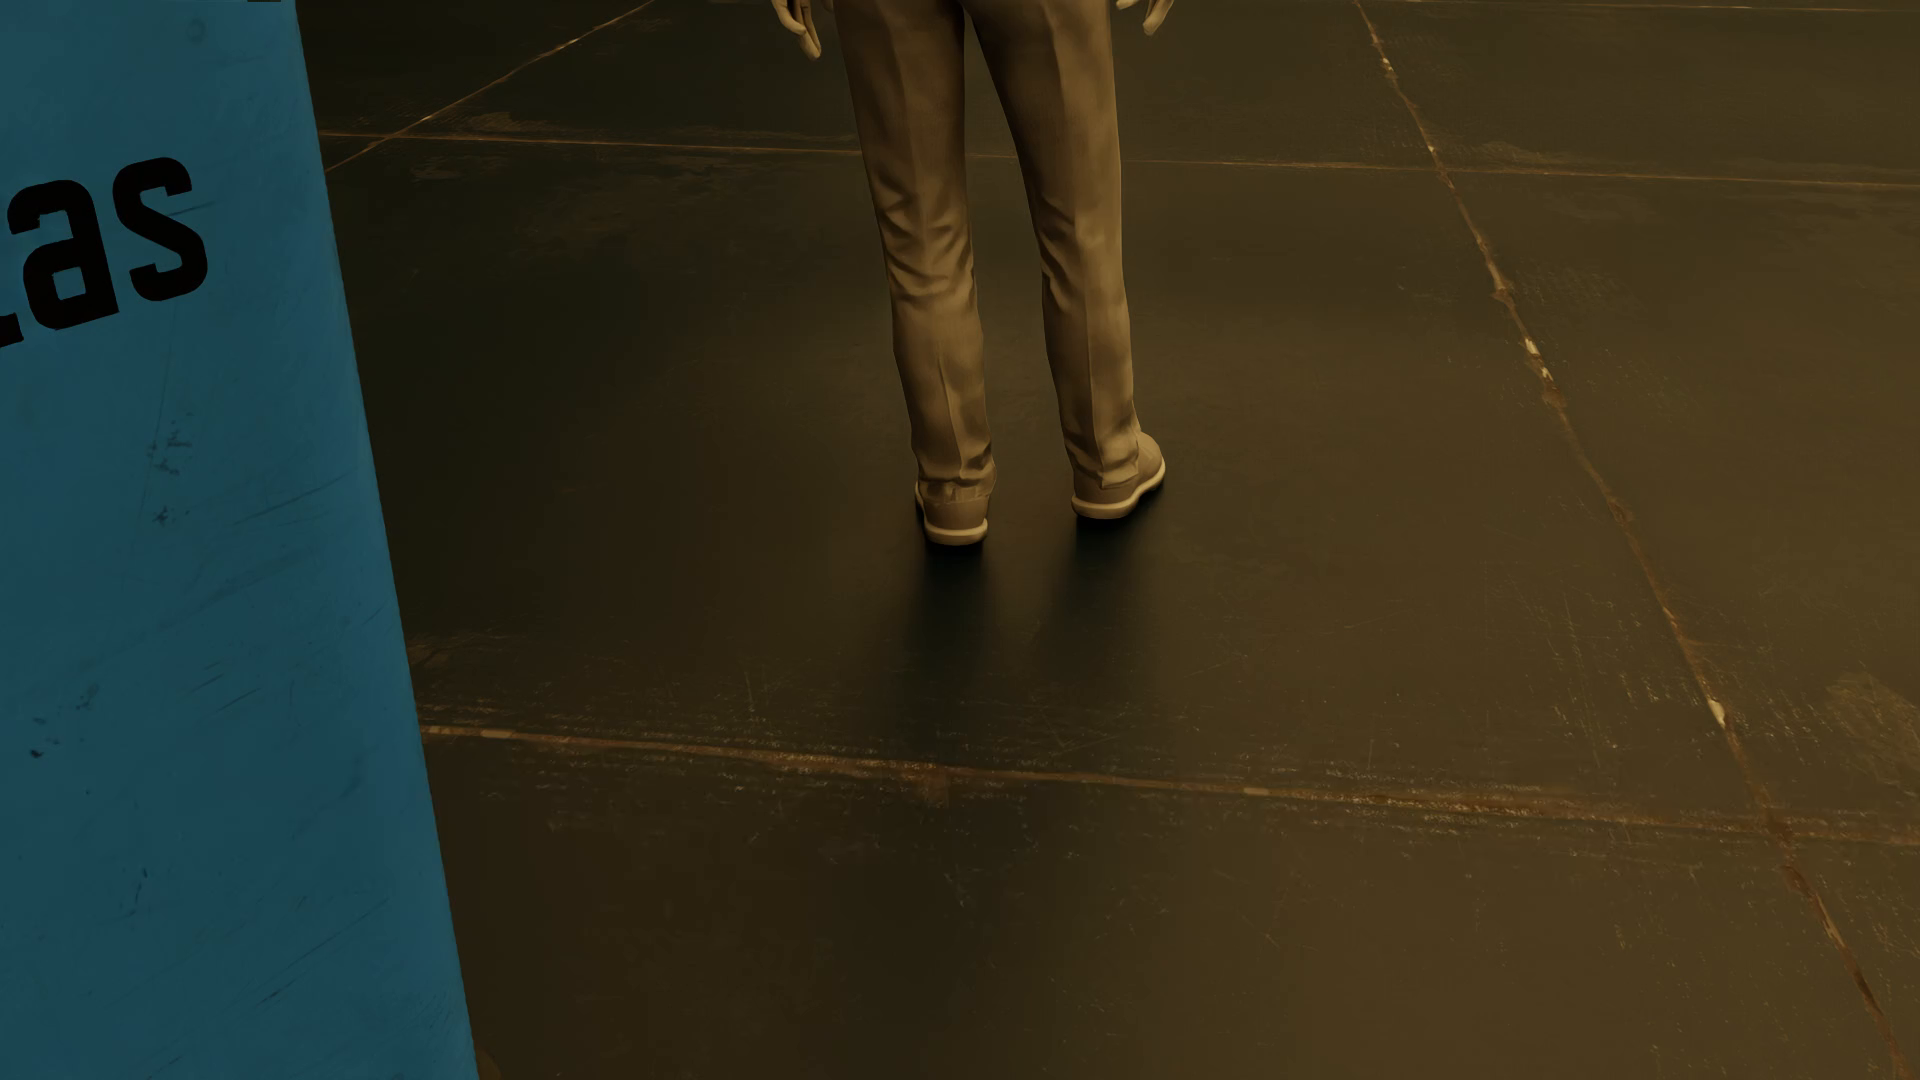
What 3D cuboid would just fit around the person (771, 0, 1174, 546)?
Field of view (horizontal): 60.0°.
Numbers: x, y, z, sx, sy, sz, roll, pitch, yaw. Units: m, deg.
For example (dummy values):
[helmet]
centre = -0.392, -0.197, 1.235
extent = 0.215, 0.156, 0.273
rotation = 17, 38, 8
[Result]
[person]
centre = 0.016, -0.795, 2.178
extent = 0.586, 1.694, 0.532
rotation = 3, 27, 7
